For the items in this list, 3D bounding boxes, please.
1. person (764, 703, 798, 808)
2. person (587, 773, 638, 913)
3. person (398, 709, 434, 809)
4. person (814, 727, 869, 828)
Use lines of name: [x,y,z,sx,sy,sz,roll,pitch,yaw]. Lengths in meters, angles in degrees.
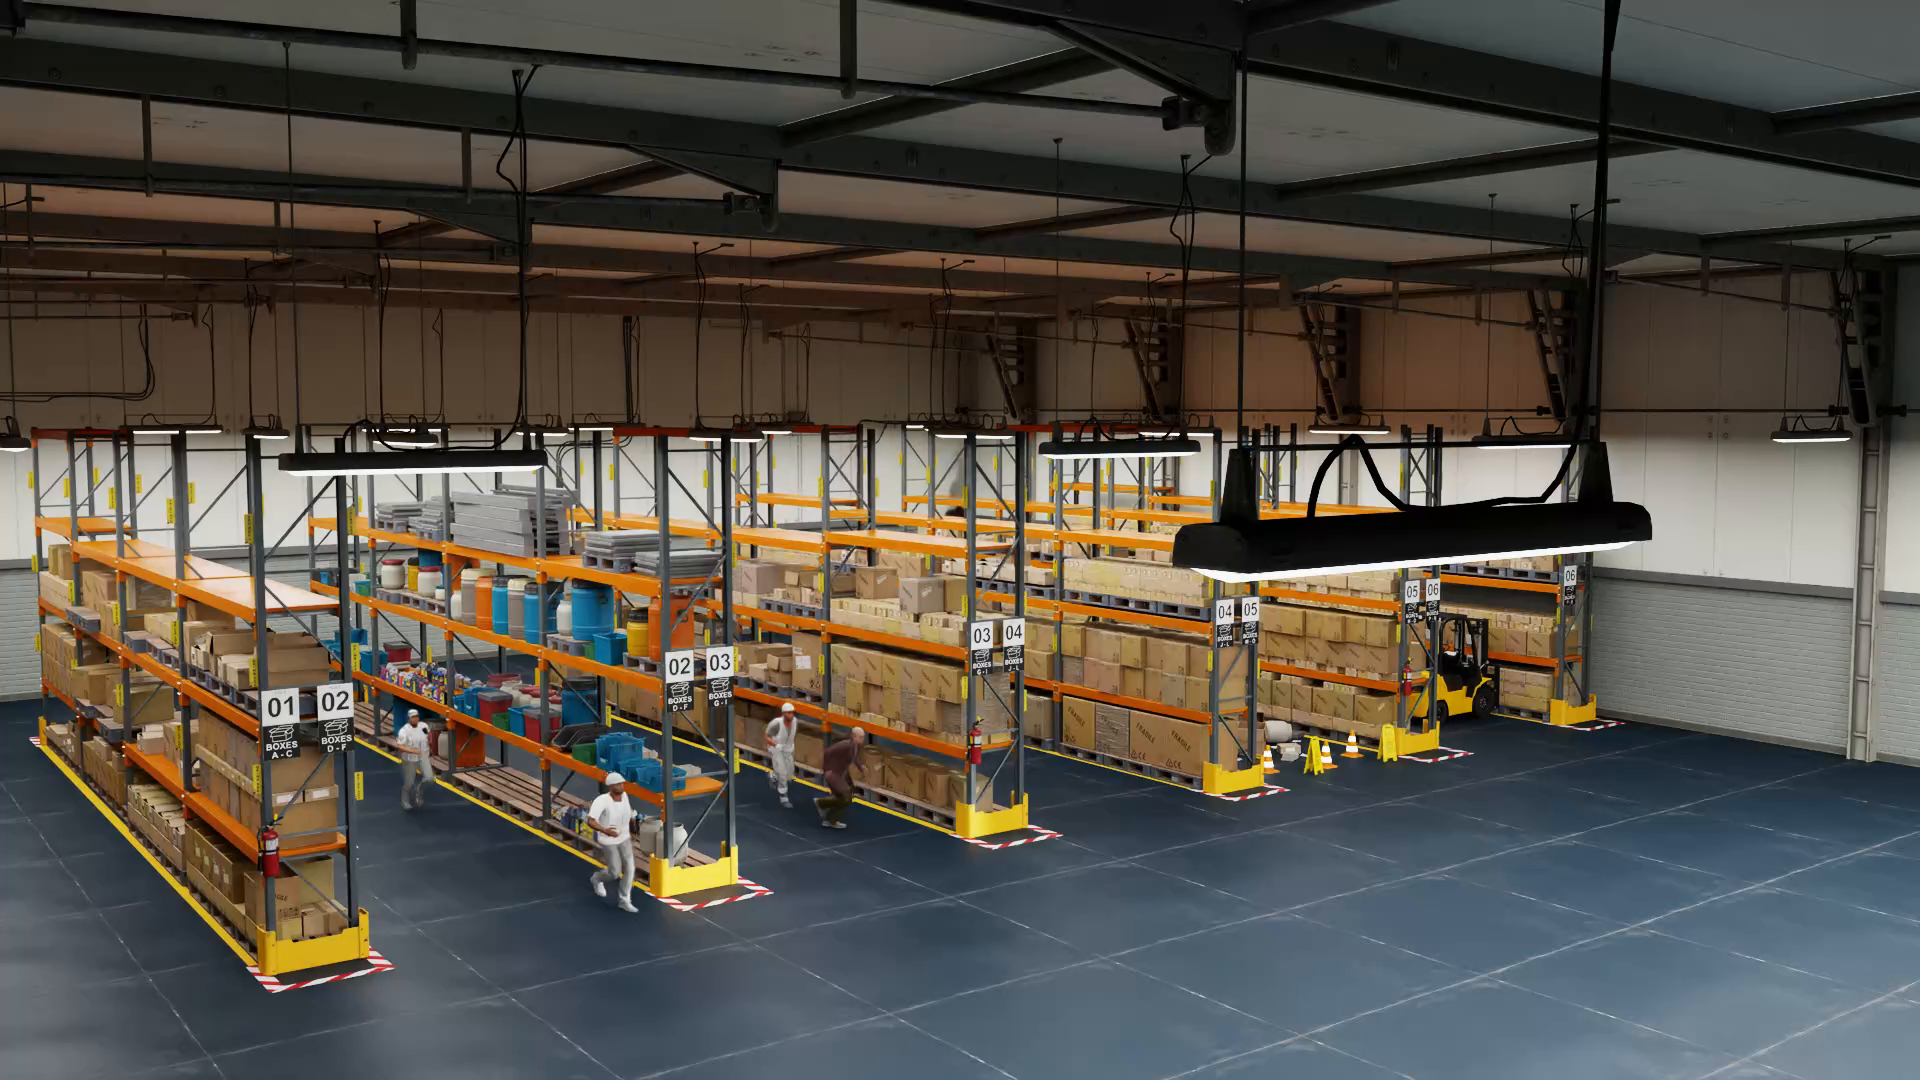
person: [-2.867,3.413,26.541,0.654,1.712,0.812,-3,5,-35]
person: [-4.403,3.816,21.112,0.784,1.757,0.739,4,6,40]
person: [-8.551,3.455,26.188,0.621,1.622,0.760,-3,6,-37]
person: [-1.807,3.583,25.034,0.873,1.591,0.734,2,5,25]
